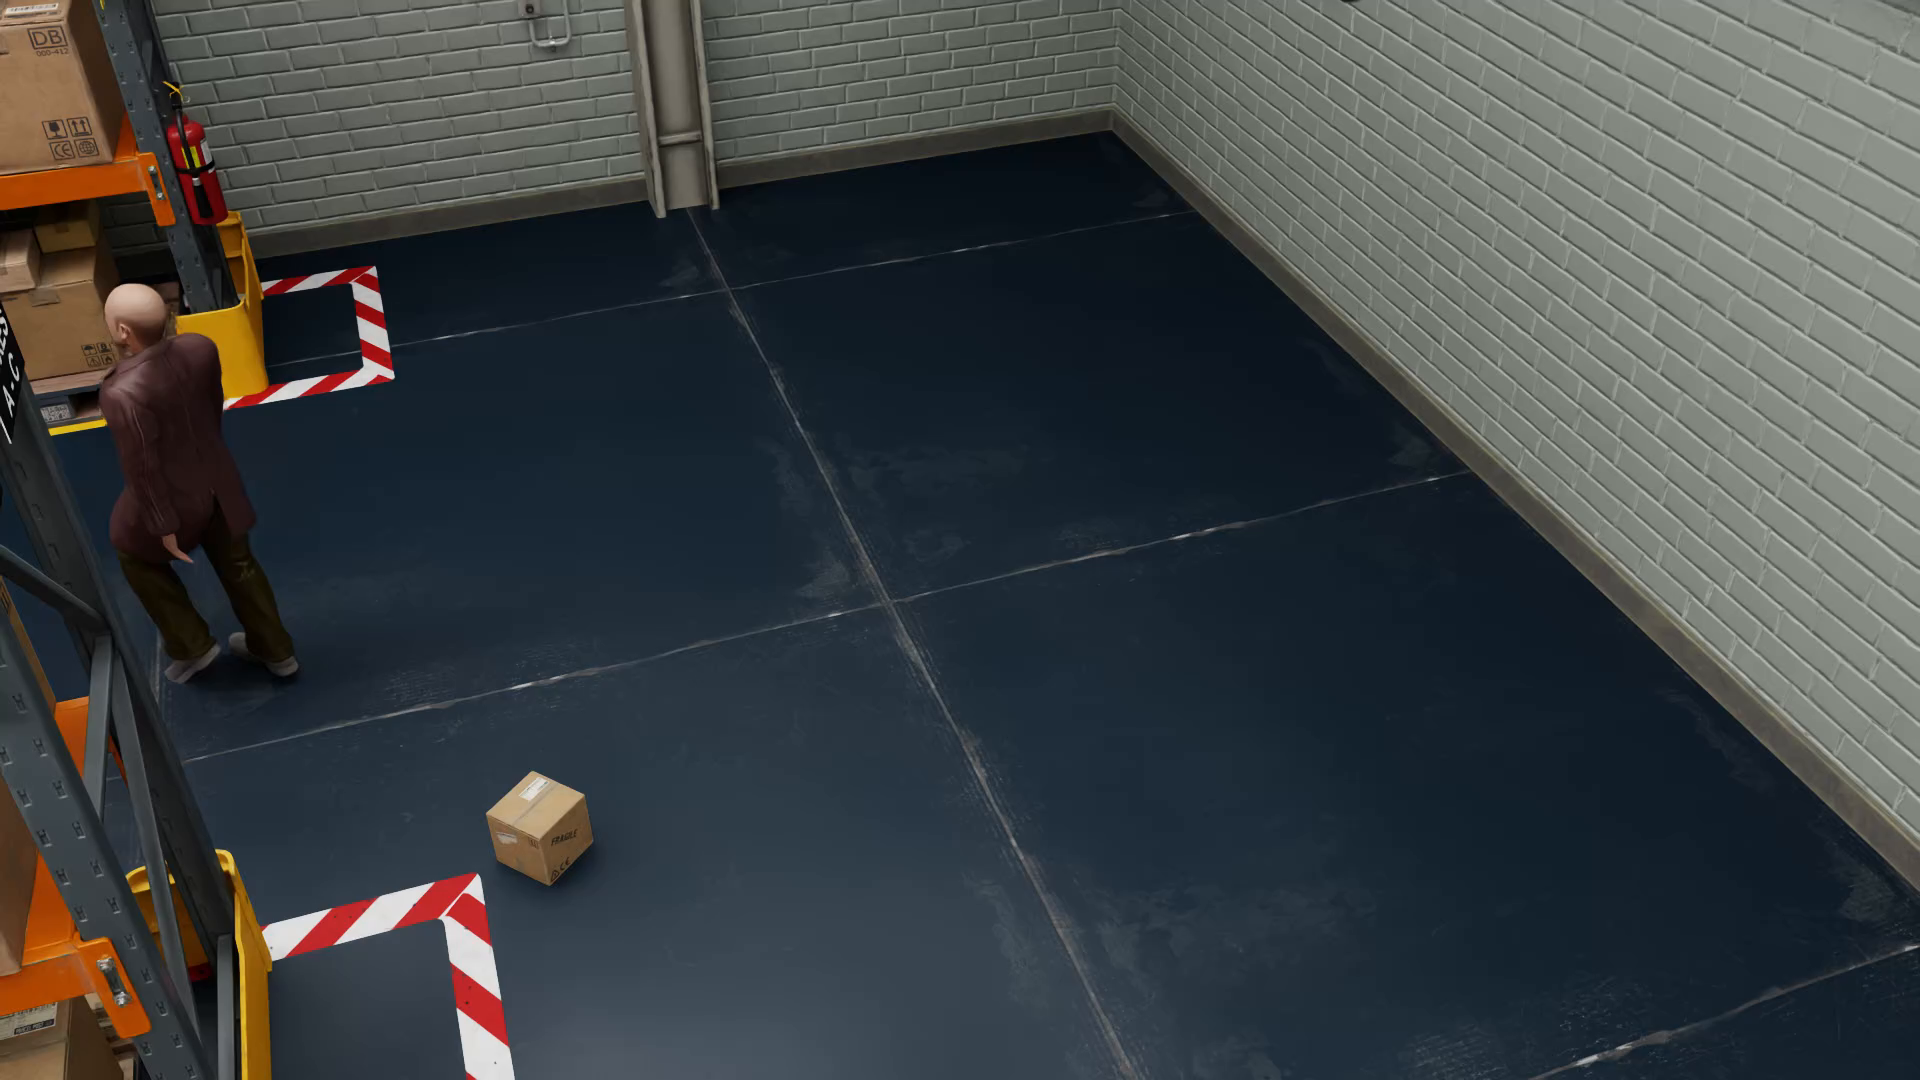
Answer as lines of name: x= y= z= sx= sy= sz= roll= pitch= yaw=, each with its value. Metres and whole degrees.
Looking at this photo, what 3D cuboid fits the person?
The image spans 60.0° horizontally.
person: x=-2.993 y=-0.174 z=6.415 sx=0.560 sy=1.844 sz=0.576 roll=16 pitch=40 yaw=20
